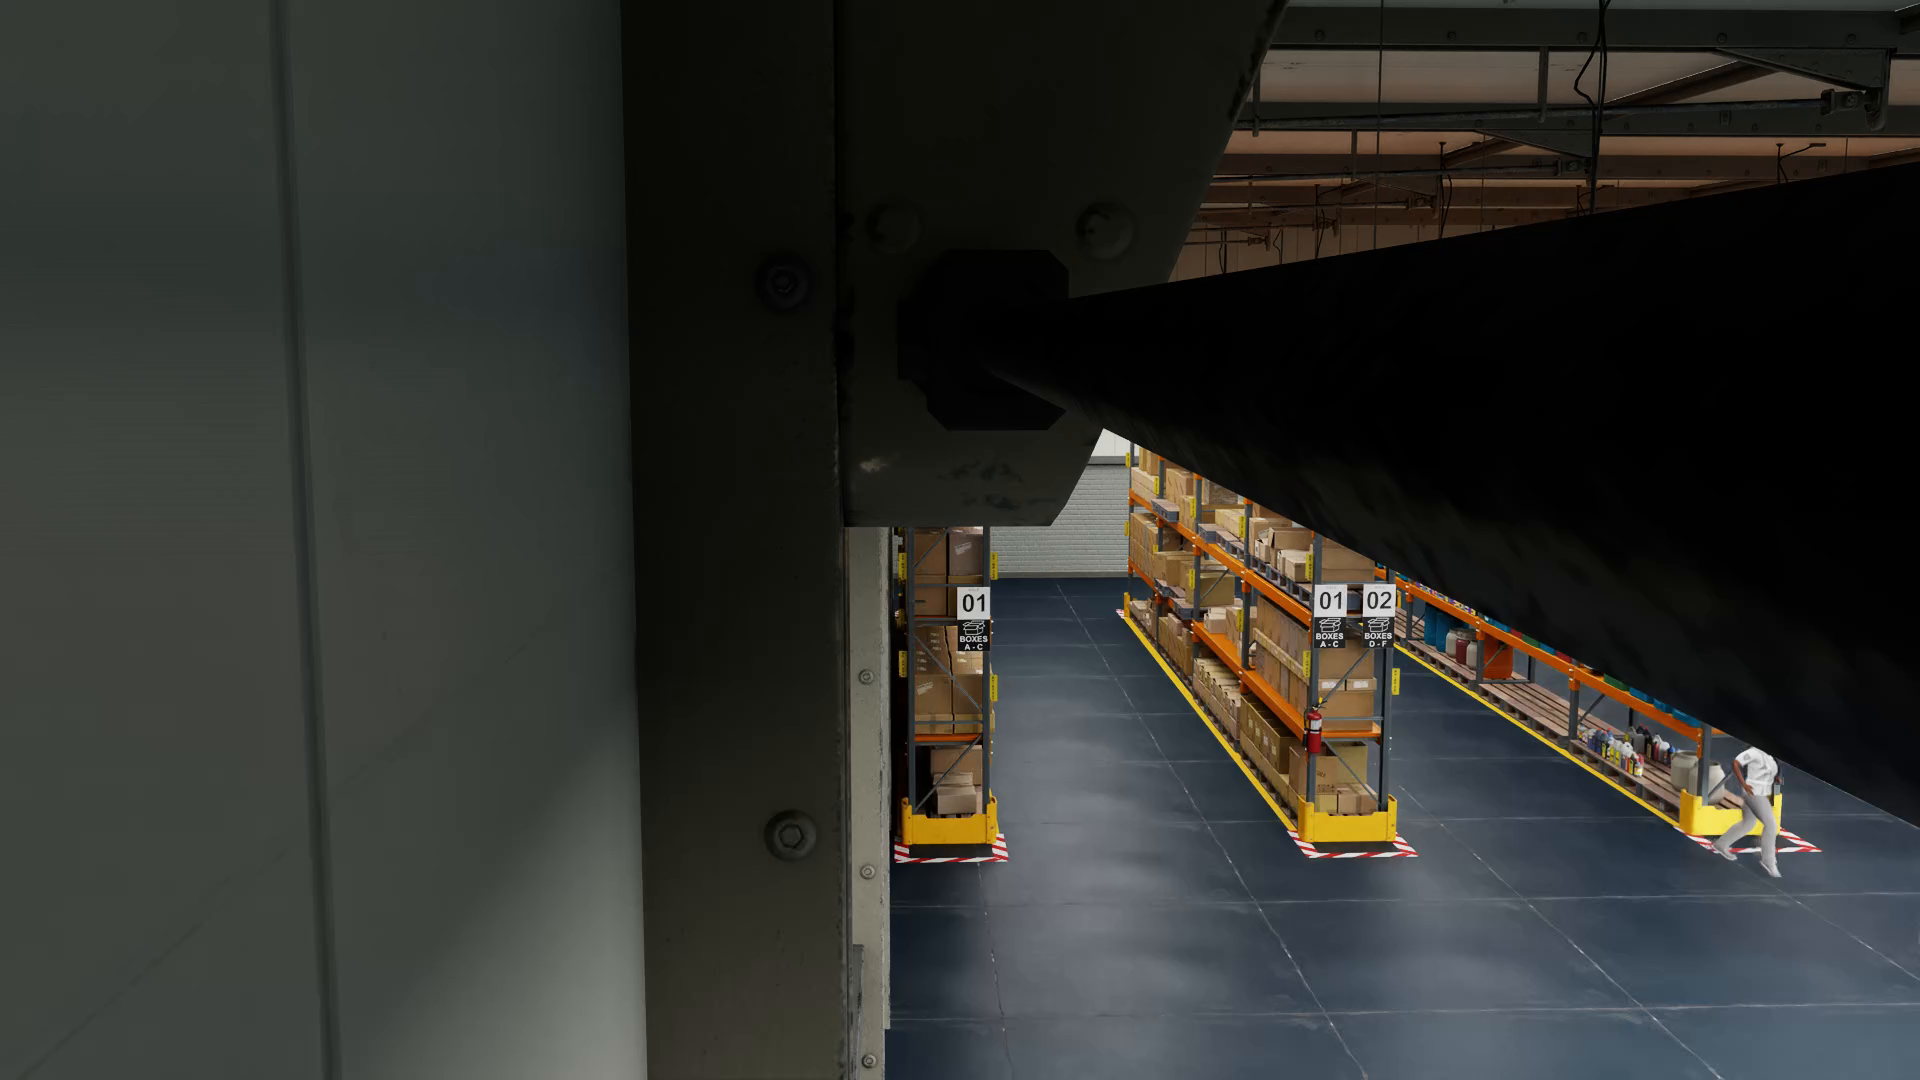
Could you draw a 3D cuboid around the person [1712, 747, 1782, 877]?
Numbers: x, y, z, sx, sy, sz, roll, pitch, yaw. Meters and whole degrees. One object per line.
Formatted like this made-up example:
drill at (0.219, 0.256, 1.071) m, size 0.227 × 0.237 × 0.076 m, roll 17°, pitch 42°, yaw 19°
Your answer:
person at (9.336, 3.028, 19.568) m, size 0.811 × 1.740 × 0.593 m, roll 5°, pitch 9°, yaw 36°
